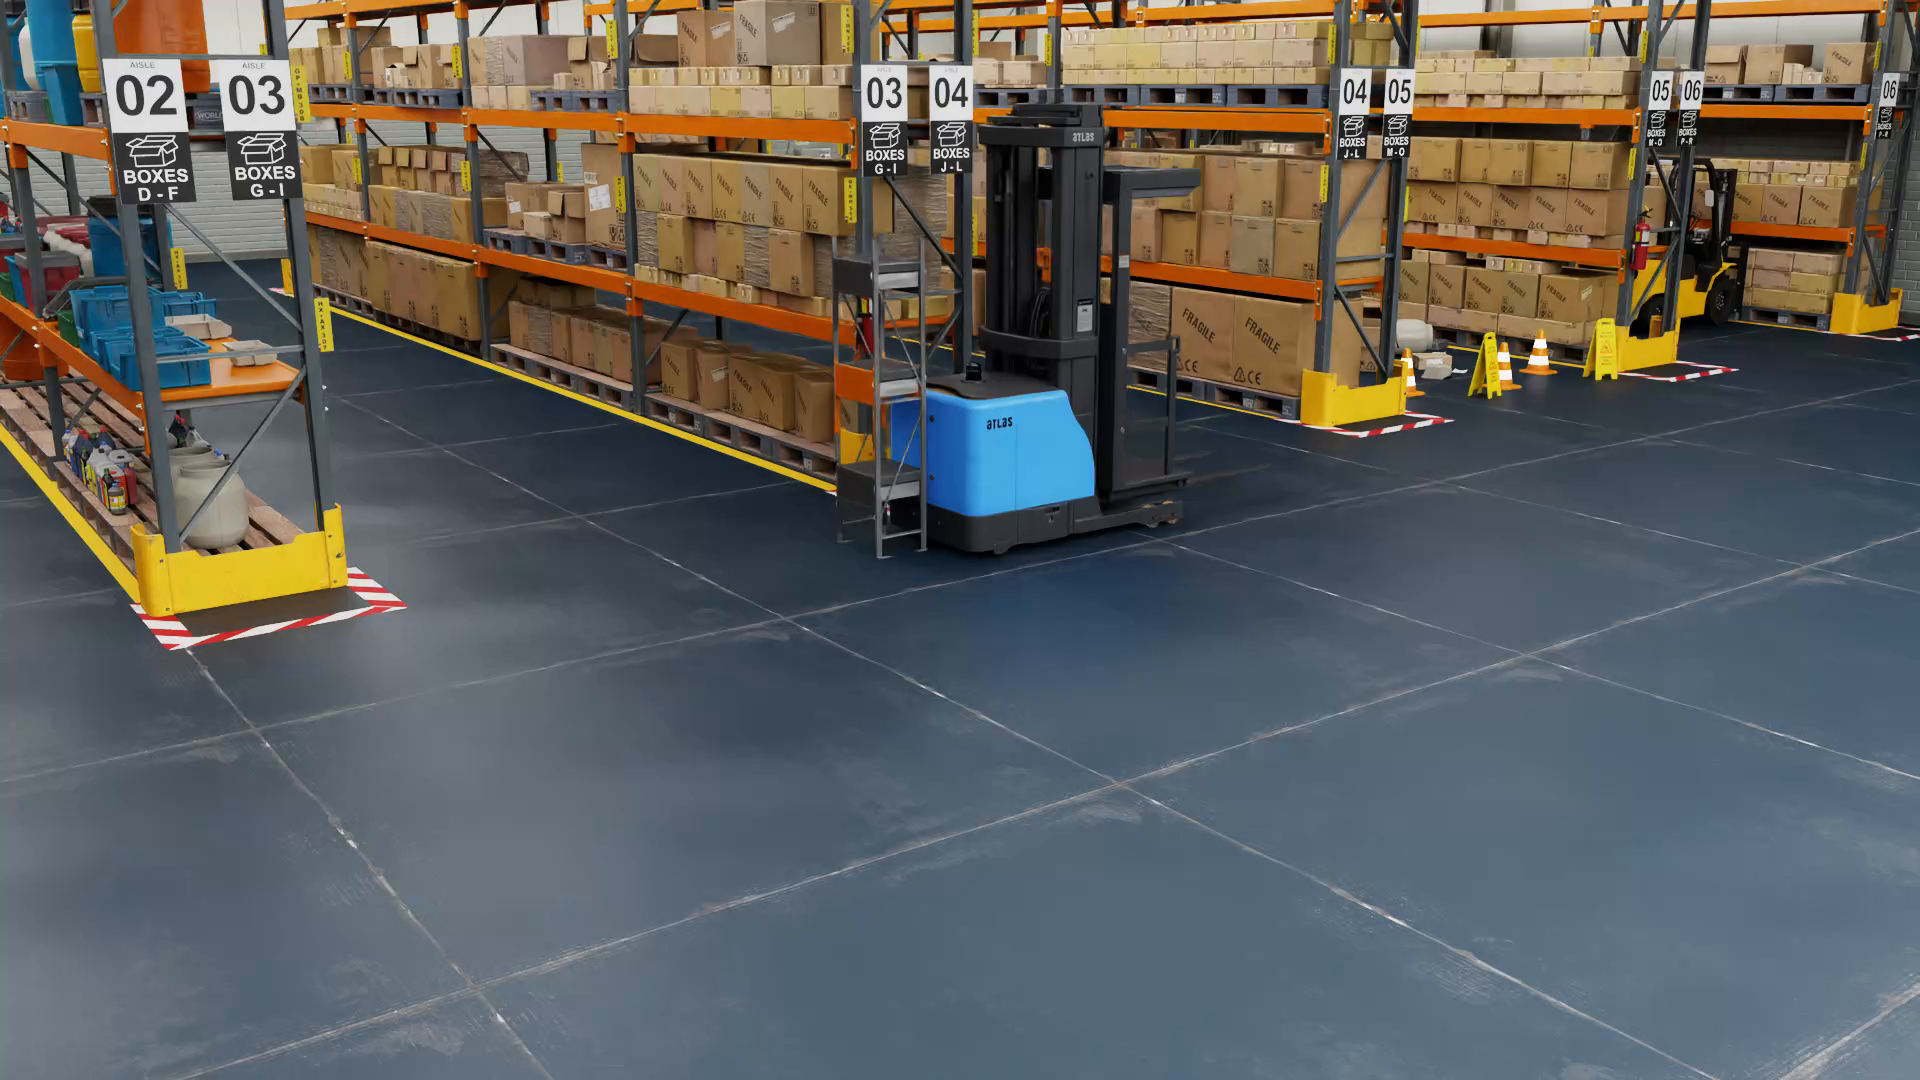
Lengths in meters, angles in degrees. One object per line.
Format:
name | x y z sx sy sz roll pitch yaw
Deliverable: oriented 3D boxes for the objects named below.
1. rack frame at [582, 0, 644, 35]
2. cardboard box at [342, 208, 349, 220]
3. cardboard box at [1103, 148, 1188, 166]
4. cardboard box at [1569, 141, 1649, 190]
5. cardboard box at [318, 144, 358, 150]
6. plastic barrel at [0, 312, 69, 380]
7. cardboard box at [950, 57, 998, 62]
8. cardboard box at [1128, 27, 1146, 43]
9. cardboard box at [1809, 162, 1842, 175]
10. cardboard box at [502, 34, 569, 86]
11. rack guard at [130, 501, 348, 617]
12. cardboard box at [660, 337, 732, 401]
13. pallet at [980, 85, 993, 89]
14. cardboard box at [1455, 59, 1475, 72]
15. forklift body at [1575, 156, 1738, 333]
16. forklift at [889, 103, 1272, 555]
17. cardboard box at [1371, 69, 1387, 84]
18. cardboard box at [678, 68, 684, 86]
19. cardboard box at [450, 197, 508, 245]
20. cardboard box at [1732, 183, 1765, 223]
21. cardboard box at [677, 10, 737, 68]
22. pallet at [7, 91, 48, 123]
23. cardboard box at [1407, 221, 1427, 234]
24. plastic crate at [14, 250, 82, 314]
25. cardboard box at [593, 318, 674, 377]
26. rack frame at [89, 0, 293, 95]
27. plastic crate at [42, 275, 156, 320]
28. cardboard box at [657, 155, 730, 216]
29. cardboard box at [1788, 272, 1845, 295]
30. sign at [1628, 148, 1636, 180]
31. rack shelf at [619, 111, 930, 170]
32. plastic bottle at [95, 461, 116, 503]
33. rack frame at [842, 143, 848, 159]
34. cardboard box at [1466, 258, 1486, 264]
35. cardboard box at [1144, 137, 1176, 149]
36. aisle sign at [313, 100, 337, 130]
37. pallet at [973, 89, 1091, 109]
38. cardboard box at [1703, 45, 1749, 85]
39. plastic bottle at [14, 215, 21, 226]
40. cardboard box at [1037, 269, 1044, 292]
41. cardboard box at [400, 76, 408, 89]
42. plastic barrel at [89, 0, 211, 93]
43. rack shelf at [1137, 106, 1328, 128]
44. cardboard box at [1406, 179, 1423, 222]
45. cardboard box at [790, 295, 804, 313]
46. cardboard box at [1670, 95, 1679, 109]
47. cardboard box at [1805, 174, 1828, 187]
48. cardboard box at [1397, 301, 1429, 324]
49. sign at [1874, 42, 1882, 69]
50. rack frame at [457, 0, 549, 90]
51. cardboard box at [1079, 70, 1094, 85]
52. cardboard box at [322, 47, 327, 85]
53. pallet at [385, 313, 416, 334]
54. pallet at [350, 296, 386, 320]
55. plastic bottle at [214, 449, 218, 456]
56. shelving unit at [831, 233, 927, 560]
rack frame | -5.680 -8.927 27.145 1.000 3.000 0.127 -11 19 -35
cardboard box | -8.146 -4.434 22.569 0.380 0.149 0.250 -11 19 -35
cardboard box | 1.982 -3.880 17.742 0.875 0.550 0.550 -11 19 -35
cardboard box | 7.195 -4.156 18.430 0.700 0.500 0.500 -11 19 -36
cardboard box | -9.252 -5.654 24.854 0.500 0.500 0.500 -11 19 -34
plastic barrel | -9.355 -2.065 16.756 0.600 0.830 0.708 -11 19 -35
cardboard box | 0.167 -5.465 19.365 0.500 0.311 0.500 -12 19 -37
cardboard box | 1.916 -5.084 16.767 0.380 0.149 0.250 -11 19 -34
cardboard box | 11.134 -4.774 21.355 0.380 0.149 0.250 -11 19 -34
cardboard box | -4.382 -4.957 17.188 0.500 0.500 0.500 -12 19 -36
rack guard | -4.433 0.097 10.274 1.175 0.500 0.348 -11 19 -35
cardboard box | -2.493 -1.628 15.781 0.500 0.500 0.500 -12 19 -36
pallet | 0.144 -7.549 27.962 1.003 0.211 1.213 -11 19 -35
cardboard box | 6.052 -5.583 19.577 0.380 0.149 0.250 -11 19 -35
forklift body | 9.095 -3.890 21.715 2.313 2.155 1.214 -11 19 -35
forklift | 0.991 -1.601 11.874 3.031 2.935 1.130 -11 19 -35
cardboard box | 3.786 -4.316 15.472 0.380 0.149 0.250 -11 19 -34
cardboard box | -2.220 -4.019 14.424 0.380 0.149 0.250 -10 18 -33
cardboard box | -5.538 -3.692 19.193 0.500 0.500 0.500 -10 18 -33
cardboard box | 10.584 -4.512 22.190 0.500 0.500 0.500 -11 19 -36
cardboard box | -2.225 -4.546 15.120 0.500 0.500 0.500 -12 19 -36
pallet | -6.199 -3.170 12.153 1.213 0.211 1.003 -11 19 -35
cardboard box | 5.735 -3.866 20.496 0.380 0.149 0.250 -10 18 -33
plastic crate | -7.234 -2.040 13.228 0.402 0.464 0.583 -11 19 -35
cardboard box | -3.304 -1.968 16.987 0.700 0.500 0.500 -11 19 -35
rack frame | -4.350 -3.993 9.119 1.000 3.000 0.127 -11 19 -35
plastic crate | -6.497 -1.792 12.560 0.767 0.338 0.504 -11 19 -35
cardboard box | -2.341 -3.154 14.772 0.500 0.500 0.500 -11 19 -35
cardboard box | 11.146 -3.351 21.602 0.500 0.250 0.500 -11 19 -35
sign | 7.212 -4.036 17.847 0.100 0.325 0.005 -11 19 -35
rack shelf | -1.520 -3.395 13.979 1.077 0.370 4.000 -11 19 -35
plastic bottle | -5.992 -0.410 11.717 0.152 0.276 0.135 -11 19 -36
rack frame | -1.735 -6.823 30.823 1.000 3.000 0.127 -11 19 -35
cardboard box | 6.487 -3.197 20.567 0.500 0.500 0.500 -10 18 -32
cardboard box | 2.876 -5.789 24.960 0.500 0.500 0.500 -12 19 -36
aisle sign | -9.551 -6.601 25.086 0.394 0.787 0.004 -11 19 -35
pallet | 0.797 -5.013 18.891 0.805 0.209 1.217 -12 19 -37
cardboard box | 10.393 -6.347 22.221 0.797 0.503 0.637 -10 18 -33
plastic bottle | -10.492 -3.453 18.604 0.144 0.351 0.185 -11 19 -35
cardboard box | 0.938 -2.707 19.250 1.050 0.750 0.750 -11 19 -35
cardboard box | -6.645 -5.618 20.417 0.380 0.149 0.250 -12 19 -37
plastic barrel | -4.739 -3.040 9.710 0.600 0.830 0.708 -11 19 -35
rack shelf | 4.145 -5.788 22.720 1.077 0.370 4.000 -11 19 -35
cardboard box | 5.668 -4.212 20.529 0.500 0.500 0.500 -11 19 -35
cardboard box | -1.148 -1.931 13.424 0.380 0.149 0.250 -11 19 -35
cardboard box | 7.740 -4.853 18.420 0.380 0.149 0.250 -11 19 -34
cardboard box | 11.080 -4.619 21.353 0.380 0.149 0.250 -11 18 -34
cardboard box | 5.772 -2.857 20.745 0.500 0.250 0.500 -10 18 -31
sign | 11.238 -5.932 20.359 0.100 0.325 0.005 -11 19 -35
rack frame | -5.047 -6.470 18.170 1.000 3.000 0.127 -11 19 -35
cardboard box | 1.469 -4.862 17.466 0.380 0.149 0.250 -11 19 -34
cardboard box | -8.413 -6.583 23.091 0.700 0.500 0.500 -10 18 -32
pallet | -6.885 -2.933 21.891 1.003 0.211 1.213 -11 19 -35
pallet | -7.783 -3.260 23.088 1.003 0.211 1.213 -11 19 -35
plastic bottle | -5.424 -0.526 12.150 0.097 0.271 0.097 0 15 0
shelving unit | -0.538 -0.964 11.121 0.431 2.100 0.503 -11 19 -35
